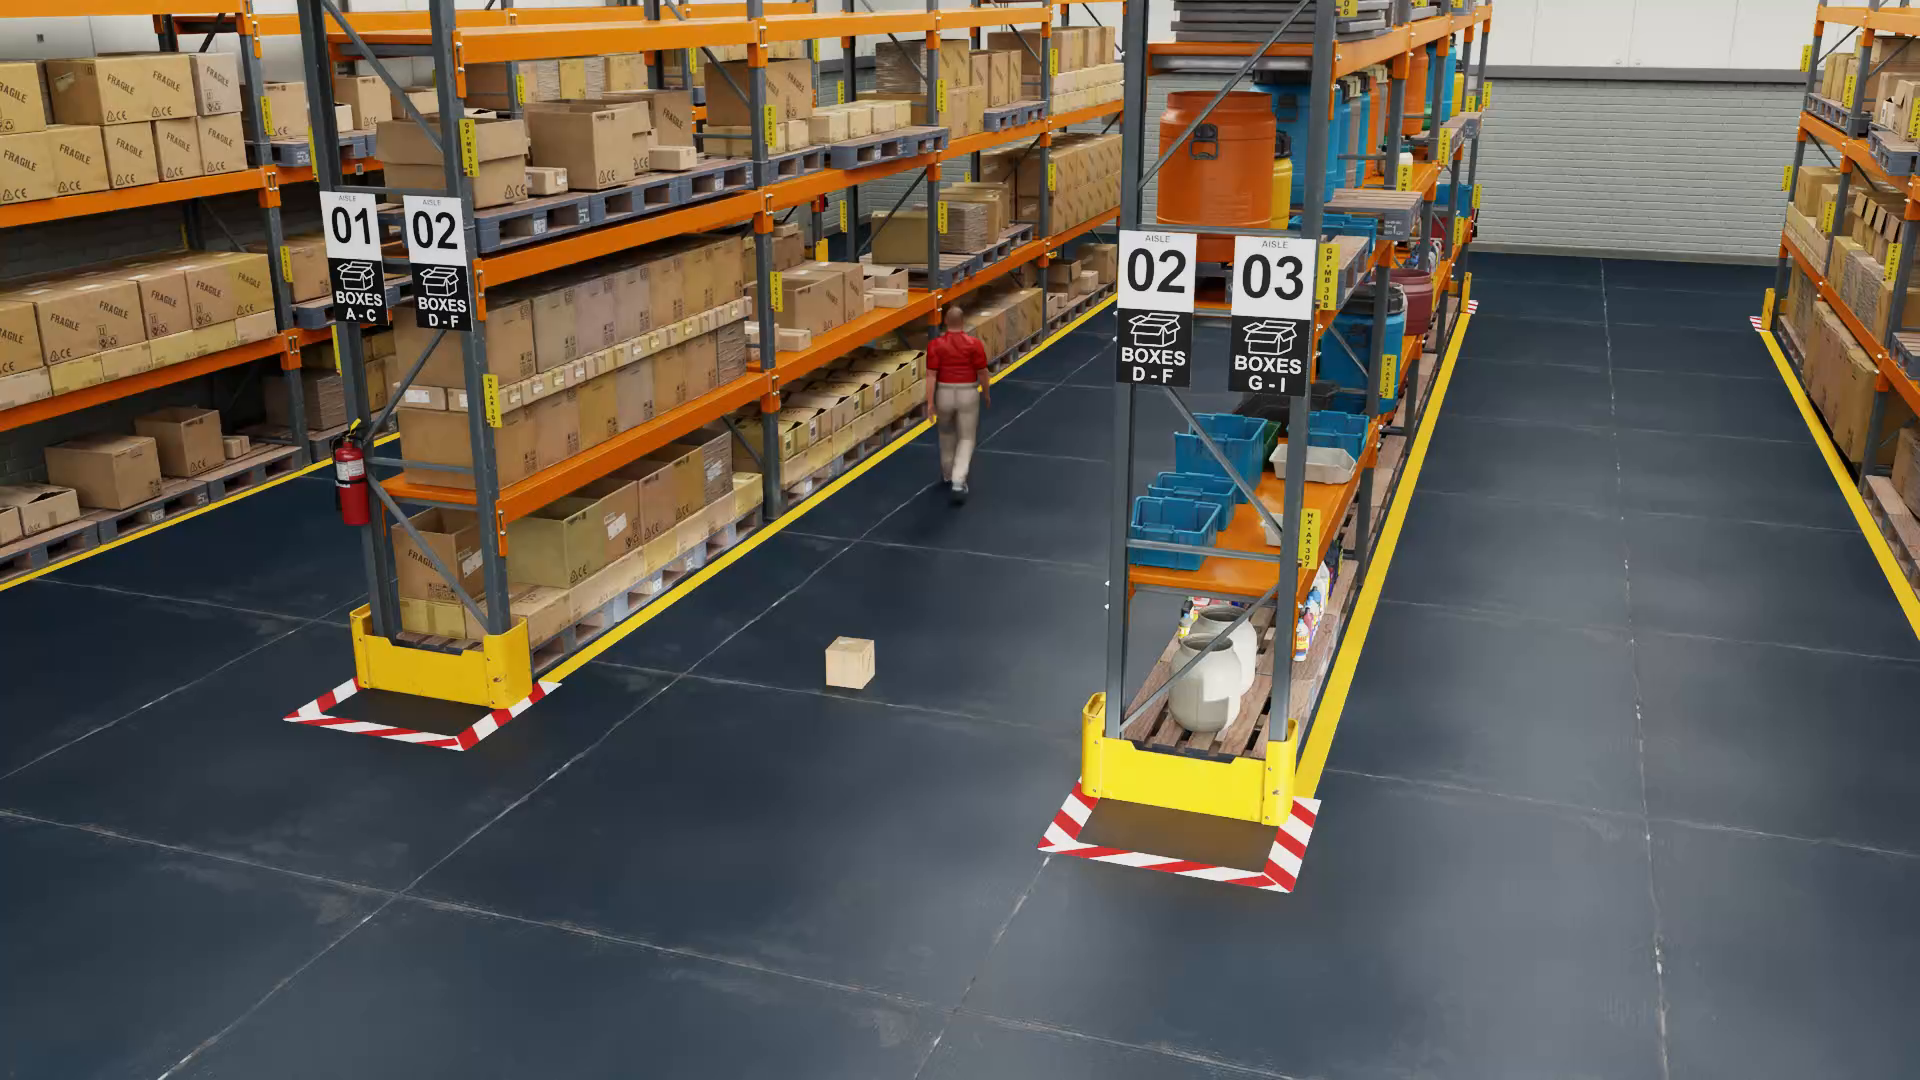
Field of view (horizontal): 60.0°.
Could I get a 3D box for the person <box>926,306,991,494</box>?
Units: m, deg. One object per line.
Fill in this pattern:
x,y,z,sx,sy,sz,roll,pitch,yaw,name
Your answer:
-0.013,-1.266,14.876,0.549,1.679,1.007,3,19,8,person
